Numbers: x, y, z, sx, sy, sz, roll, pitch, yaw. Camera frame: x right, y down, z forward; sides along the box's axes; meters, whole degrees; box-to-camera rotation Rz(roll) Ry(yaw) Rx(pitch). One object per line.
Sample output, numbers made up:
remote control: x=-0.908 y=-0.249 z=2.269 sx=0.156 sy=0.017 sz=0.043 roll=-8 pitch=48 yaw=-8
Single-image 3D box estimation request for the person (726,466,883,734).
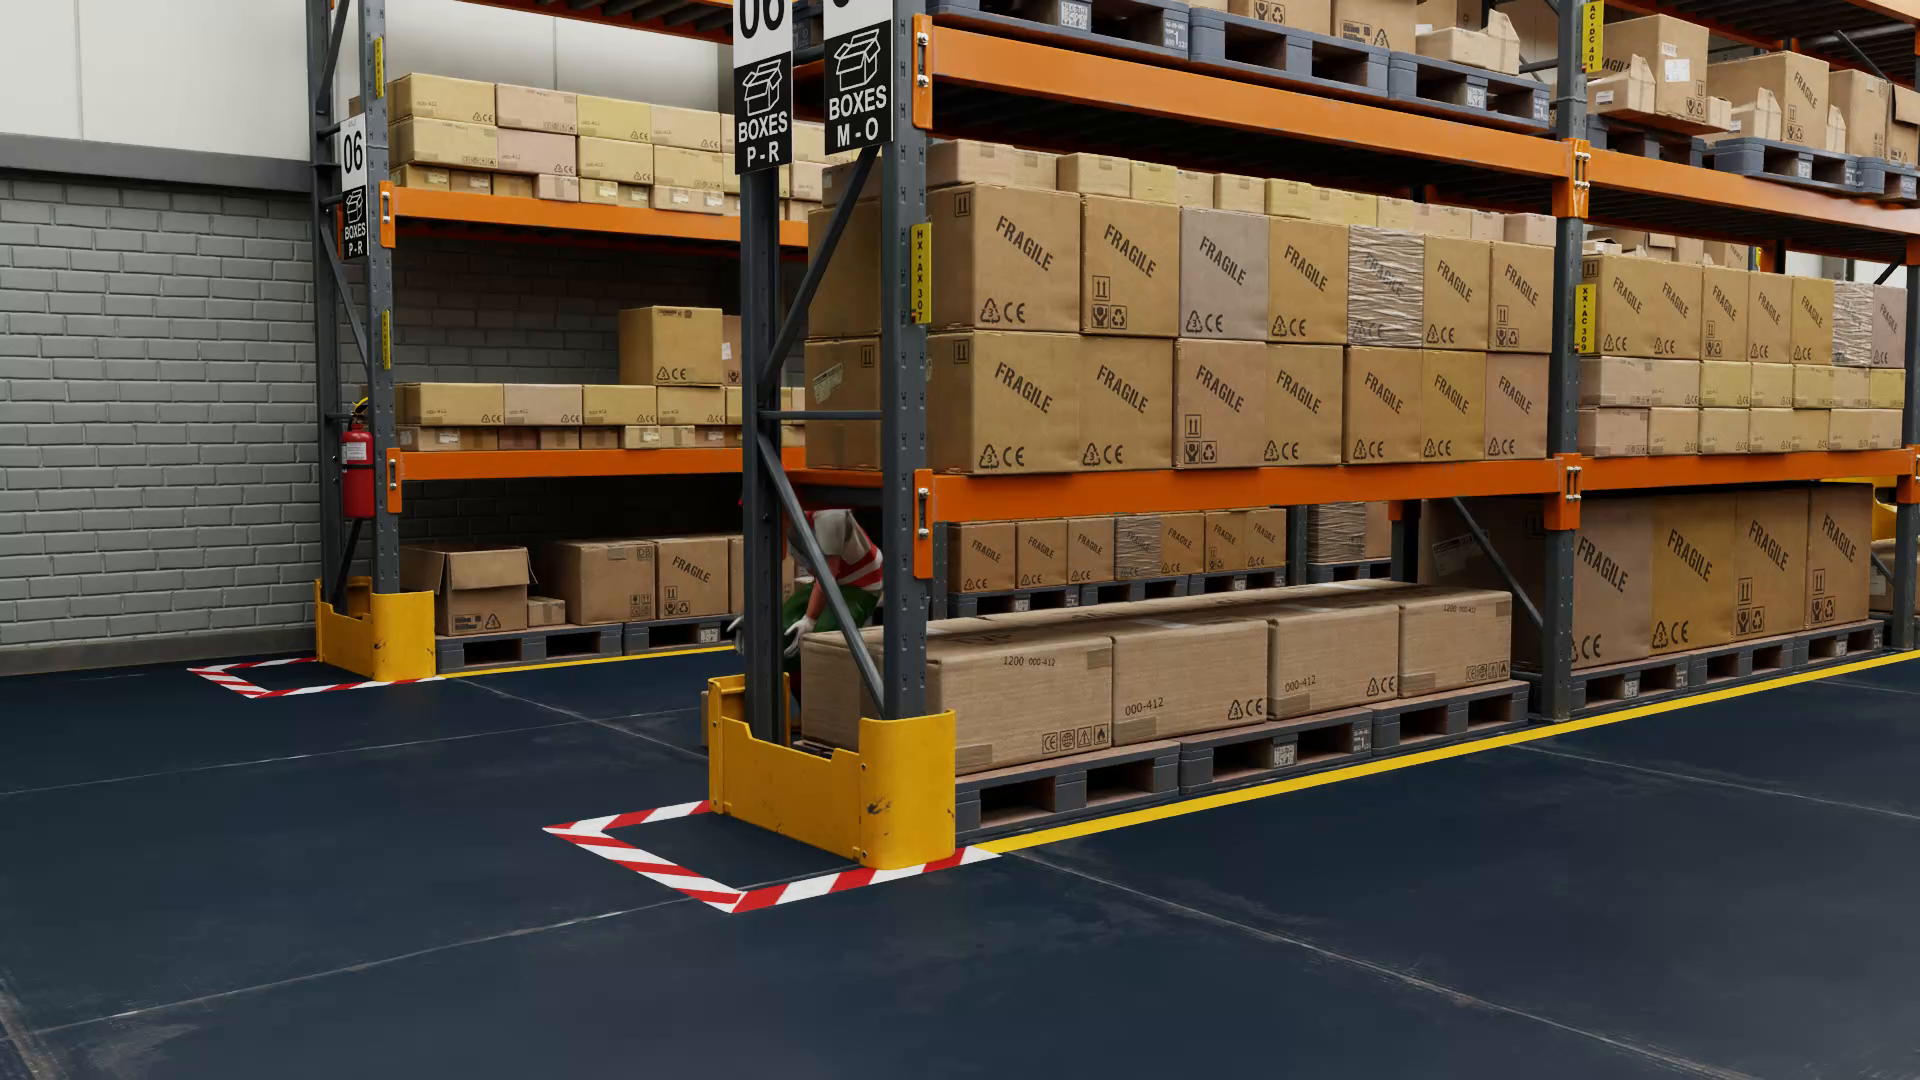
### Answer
person: x=-0.683 y=0.271 z=7.772 sx=0.808 sy=1.321 sz=0.584 roll=-4 pitch=6 yaw=-41
